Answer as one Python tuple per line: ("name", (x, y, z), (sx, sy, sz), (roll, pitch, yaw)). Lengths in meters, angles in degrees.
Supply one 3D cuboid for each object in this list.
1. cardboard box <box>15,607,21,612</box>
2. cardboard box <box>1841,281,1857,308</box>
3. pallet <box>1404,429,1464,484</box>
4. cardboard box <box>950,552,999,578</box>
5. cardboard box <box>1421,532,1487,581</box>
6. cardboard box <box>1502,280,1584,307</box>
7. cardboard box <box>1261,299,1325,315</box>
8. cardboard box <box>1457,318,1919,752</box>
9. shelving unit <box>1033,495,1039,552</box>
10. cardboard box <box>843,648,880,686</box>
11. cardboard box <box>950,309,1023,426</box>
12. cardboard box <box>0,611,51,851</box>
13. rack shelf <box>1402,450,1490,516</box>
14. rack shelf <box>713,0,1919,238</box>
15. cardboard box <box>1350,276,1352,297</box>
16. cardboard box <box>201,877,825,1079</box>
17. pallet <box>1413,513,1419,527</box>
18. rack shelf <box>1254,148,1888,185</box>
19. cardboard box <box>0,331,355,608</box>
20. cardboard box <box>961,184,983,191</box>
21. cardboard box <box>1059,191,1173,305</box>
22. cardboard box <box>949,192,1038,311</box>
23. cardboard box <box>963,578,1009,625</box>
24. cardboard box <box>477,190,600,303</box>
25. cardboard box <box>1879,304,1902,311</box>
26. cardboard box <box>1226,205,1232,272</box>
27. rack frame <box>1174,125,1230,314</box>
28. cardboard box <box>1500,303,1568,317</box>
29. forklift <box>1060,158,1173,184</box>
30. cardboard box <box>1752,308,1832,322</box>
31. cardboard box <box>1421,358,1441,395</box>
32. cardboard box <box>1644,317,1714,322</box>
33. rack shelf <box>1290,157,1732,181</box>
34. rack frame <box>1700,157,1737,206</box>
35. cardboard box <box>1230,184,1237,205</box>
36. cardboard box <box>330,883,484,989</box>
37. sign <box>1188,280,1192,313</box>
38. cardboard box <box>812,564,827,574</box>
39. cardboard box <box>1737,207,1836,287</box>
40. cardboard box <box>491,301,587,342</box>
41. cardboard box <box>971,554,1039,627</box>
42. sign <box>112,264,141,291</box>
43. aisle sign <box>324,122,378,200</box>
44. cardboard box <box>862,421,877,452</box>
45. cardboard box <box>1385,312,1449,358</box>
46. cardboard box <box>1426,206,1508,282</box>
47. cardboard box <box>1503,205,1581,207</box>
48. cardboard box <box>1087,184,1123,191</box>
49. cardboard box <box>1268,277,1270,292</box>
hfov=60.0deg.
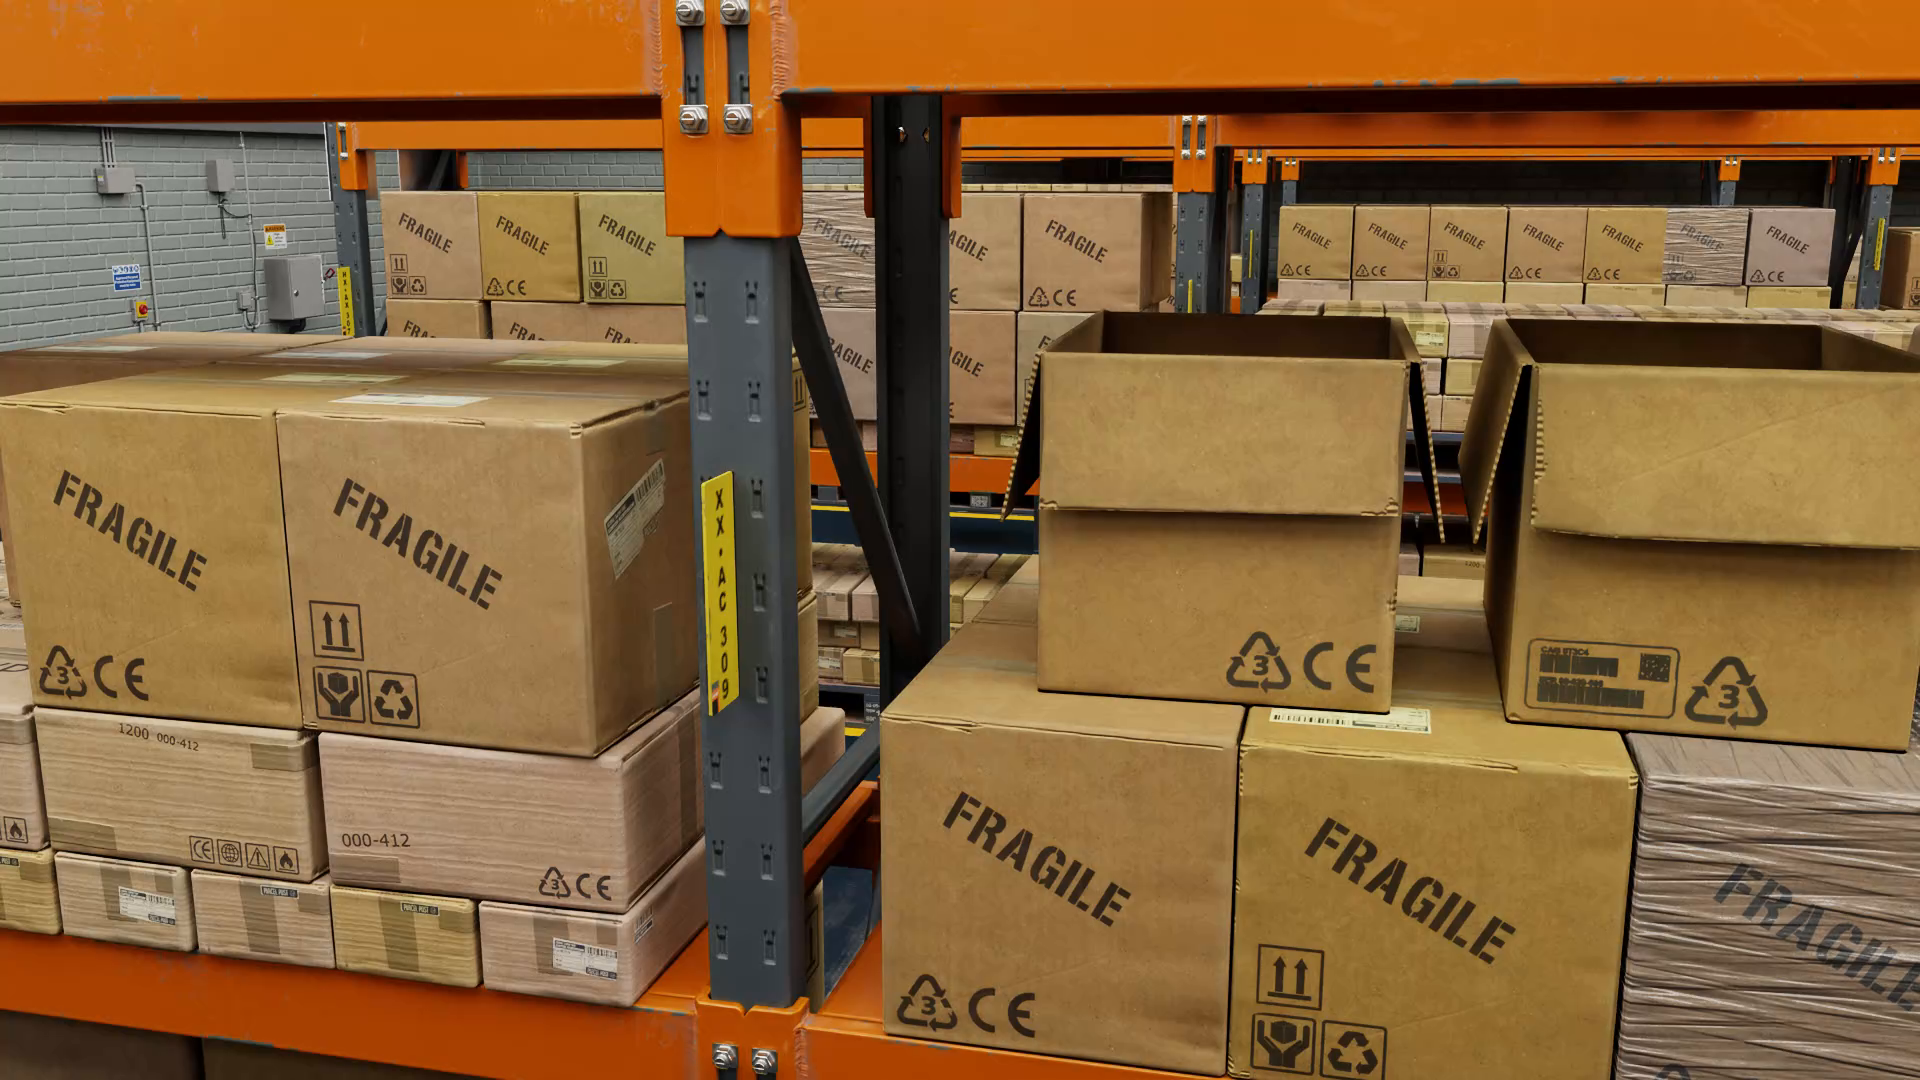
("cardboard box", (-1.578, 0.214, 3.502), (0.500, 0.250, 0.500), (3, 13, 15))
("cardboard box", (8.104, -2.327, 15.644), (0.500, 0.250, 0.500), (3, 13, 12))
("pallet", (1.795, -0.456, 7.304), (1.213, 0.211, 1.003), (3, 13, 14))
("cardboard box", (0.034, 0.177, 8.249), (0.250, 0.149, 0.380), (3, 13, 12))
("cardboard box", (2.260, 0.151, 7.199), (0.500, 0.250, 0.500), (3, 13, 15))
("cardboard box", (4.023, -1.676, 11.553), (0.500, 0.250, 0.500), (3, 13, 12))
("cardboard box", (1.524, -1.012, 7.609), (0.250, 0.149, 0.380), (4, 13, 16))
("cardboard box", (1.087, -0.051, 2.490), (0.637, 0.503, 0.797), (3, 13, 14))
("shelving unit", (0.083, -0.728, 11.551), (1.048, 1.500, 0.538), (3, 13, 14))
("cardboard box", (-0.379, 0.565, 7.874), (0.250, 0.149, 0.380), (3, 13, 13))
("cardboard box", (0.047, -0.806, 7.525), (0.500, 0.500, 0.500), (3, 13, 12))
("cardboard box", (-1.689, 0.326, 2.999), (0.500, 0.250, 0.500), (3, 13, 15))
("rack shelf", (3.030, -0.164, 7.210), (4.000, 0.370, 1.077), (3, 13, 14))
("rack shelf", (1.743, -0.591, 2.208), (4.000, 0.370, 1.077), (3, 13, 14))
("cardboard box", (2.662, -1.865, 12.405), (0.500, 0.250, 0.500), (3, 13, 13))
("cardboard box", (-0.820, 1.200, 3.338), (0.875, 0.875, 0.875), (3, 13, 14))
("pallet", (2.943, -0.280, 12.509), (1.213, 0.211, 1.003), (3, 13, 14))
("rack shelf", (4.118, -2.675, 11.601), (4.000, 0.370, 1.077), (3, 13, 14))
("cardboard box", (-1.585, -0.152, 3.420), (0.500, 0.500, 0.500), (3, 13, 12))
("cardboard box", (0.066, -2.561, 12.314), (0.250, 0.149, 0.380), (3, 13, 12))
("cardboard box", (0.708, -1.376, 7.785), (0.500, 0.500, 0.500), (3, 13, 15))
("cardboard box", (0.064, -1.295, 7.418), (0.500, 0.500, 0.500), (3, 13, 12))
("cardboard box", (0.179, 0.297, 7.709), (0.250, 0.149, 0.380), (3, 13, 13))
("cardboard box", (-1.932, -1.405, 7.916), (0.500, 0.500, 0.500), (3, 13, 15))
("cardboard box", (6.330, -1.484, 11.110), (0.250, 0.149, 0.380), (2, 13, 10))
("cardboard box", (1.772, -2.278, 12.538), (0.500, 0.500, 0.500), (3, 13, 14))
("rack frame", (1.088, -0.619, 7.600), (0.127, 3.000, 1.000), (3, 13, 14))
("cardboard box", (2.529, -0.958, 7.362), (0.250, 0.149, 0.380), (3, 13, 12))
("forklift", (1.610, -2.022, 14.079), (3.031, 2.935, 1.130), (3, 13, 15))
("cardboard box", (3.550, -0.904, 7.120), (0.250, 0.149, 0.380), (4, 13, 16))
("cardboard box", (1.863, -0.704, 6.903), (0.250, 0.149, 0.380), (3, 13, 15))
("cardboard box", (2.878, -0.795, 6.628), (0.250, 0.149, 0.380), (3, 13, 15))
("rack shelf", (5.303, -3.719, 16.307), (4.000, 0.370, 1.077), (3, 13, 14))
("rack frame", (7.245, -2.502, 16.086), (0.127, 3.000, 1.000), (3, 13, 14))
("cardboard box", (1.932, -2.590, 12.446), (0.250, 0.149, 0.380), (3, 13, 13))
("cardboard box", (-0.824, 0.581, 2.771), (0.250, 0.149, 0.380), (3, 13, 15))
("sign", (0.965, -0.928, 6.990), (0.005, 0.325, 0.100), (3, 13, 14))
("cardboard box", (-0.819, 0.225, 8.033), (0.250, 0.149, 0.380), (3, 13, 14))
("cardboard box", (5.495, -1.967, 11.134), (0.500, 0.500, 0.500), (3, 13, 12))
("cardboard box", (-1.900, -0.917, 8.025), (0.500, 0.500, 0.500), (3, 13, 14))
("cardboard box", (0.321, 0.336, 3.061), (0.500, 0.500, 0.500), (3, 13, 14))
("sign", (-7.259, -2.286, 14.487), (0.001, 0.218, 0.327), (3, 13, 14))
("aisle sign", (-2.938, -2.037, 7.987), (0.004, 0.787, 0.394), (3, 13, 14))
("cardboard box", (-0.282, -0.506, 7.667), (0.250, 0.149, 0.380), (2, 13, 11))
("cardboard box", (1.881, -0.848, 6.868), (0.250, 0.149, 0.380), (3, 13, 14))
("cardboard box", (3.521, -2.072, 11.609), (0.500, 0.500, 0.500), (3, 13, 12))
("cardboard box", (4.168, -2.153, 11.972), (0.500, 0.500, 0.500), (3, 13, 14))
("cardboard box", (1.081, -2.529, 12.171), (0.250, 0.149, 0.380), (3, 13, 13))
("cardboard box", (3.101, -2.662, 17.386), (0.250, 0.149, 0.380), (3, 13, 14))
